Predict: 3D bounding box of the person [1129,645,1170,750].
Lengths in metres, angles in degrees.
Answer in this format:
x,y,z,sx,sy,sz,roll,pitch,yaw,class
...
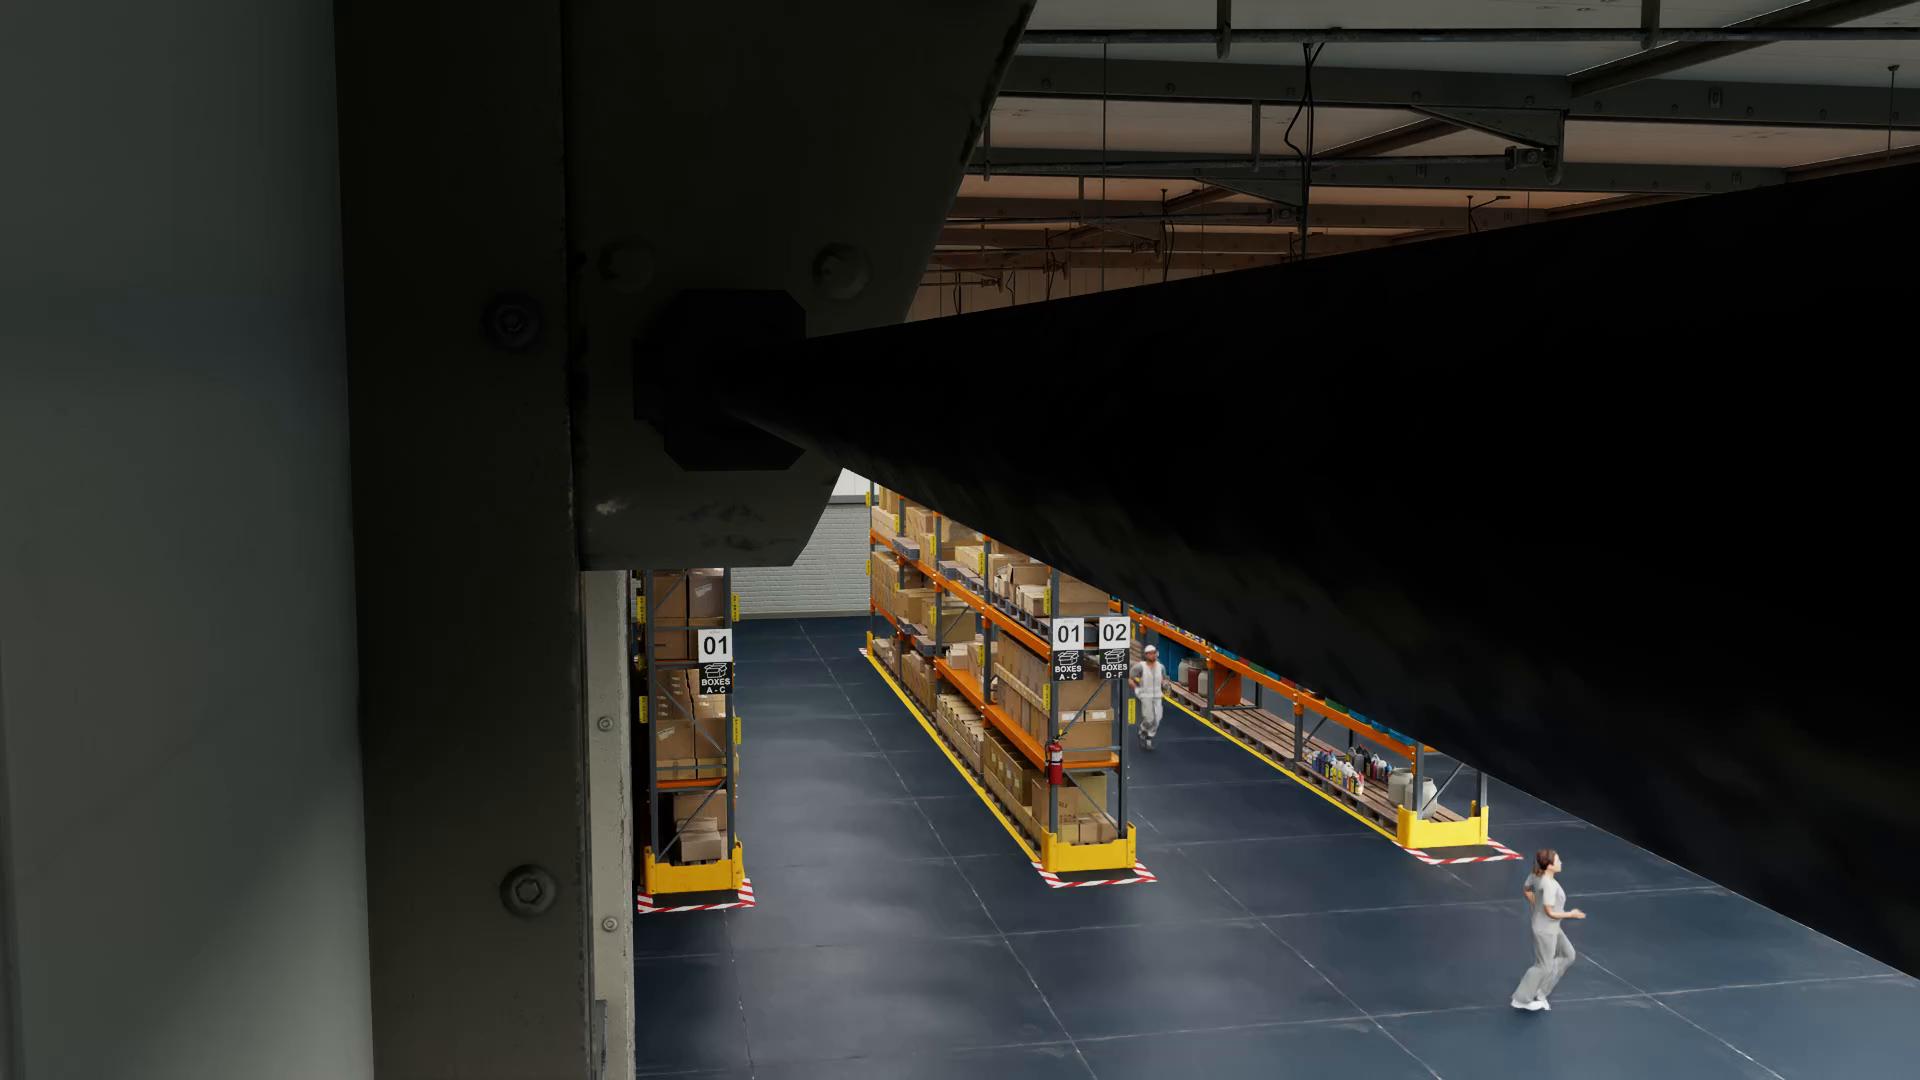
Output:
x,y,z,sx,sy,sz,roll,pitch,yaw,class
3.142,2.600,27.257,0.643,1.742,0.584,-2,6,-19,person

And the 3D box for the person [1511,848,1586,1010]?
x,y,z,sx,sy,sz,roll,pitch,yaw,class
5.749,3.814,16.237,0.655,1.653,0.540,1,6,12,person
